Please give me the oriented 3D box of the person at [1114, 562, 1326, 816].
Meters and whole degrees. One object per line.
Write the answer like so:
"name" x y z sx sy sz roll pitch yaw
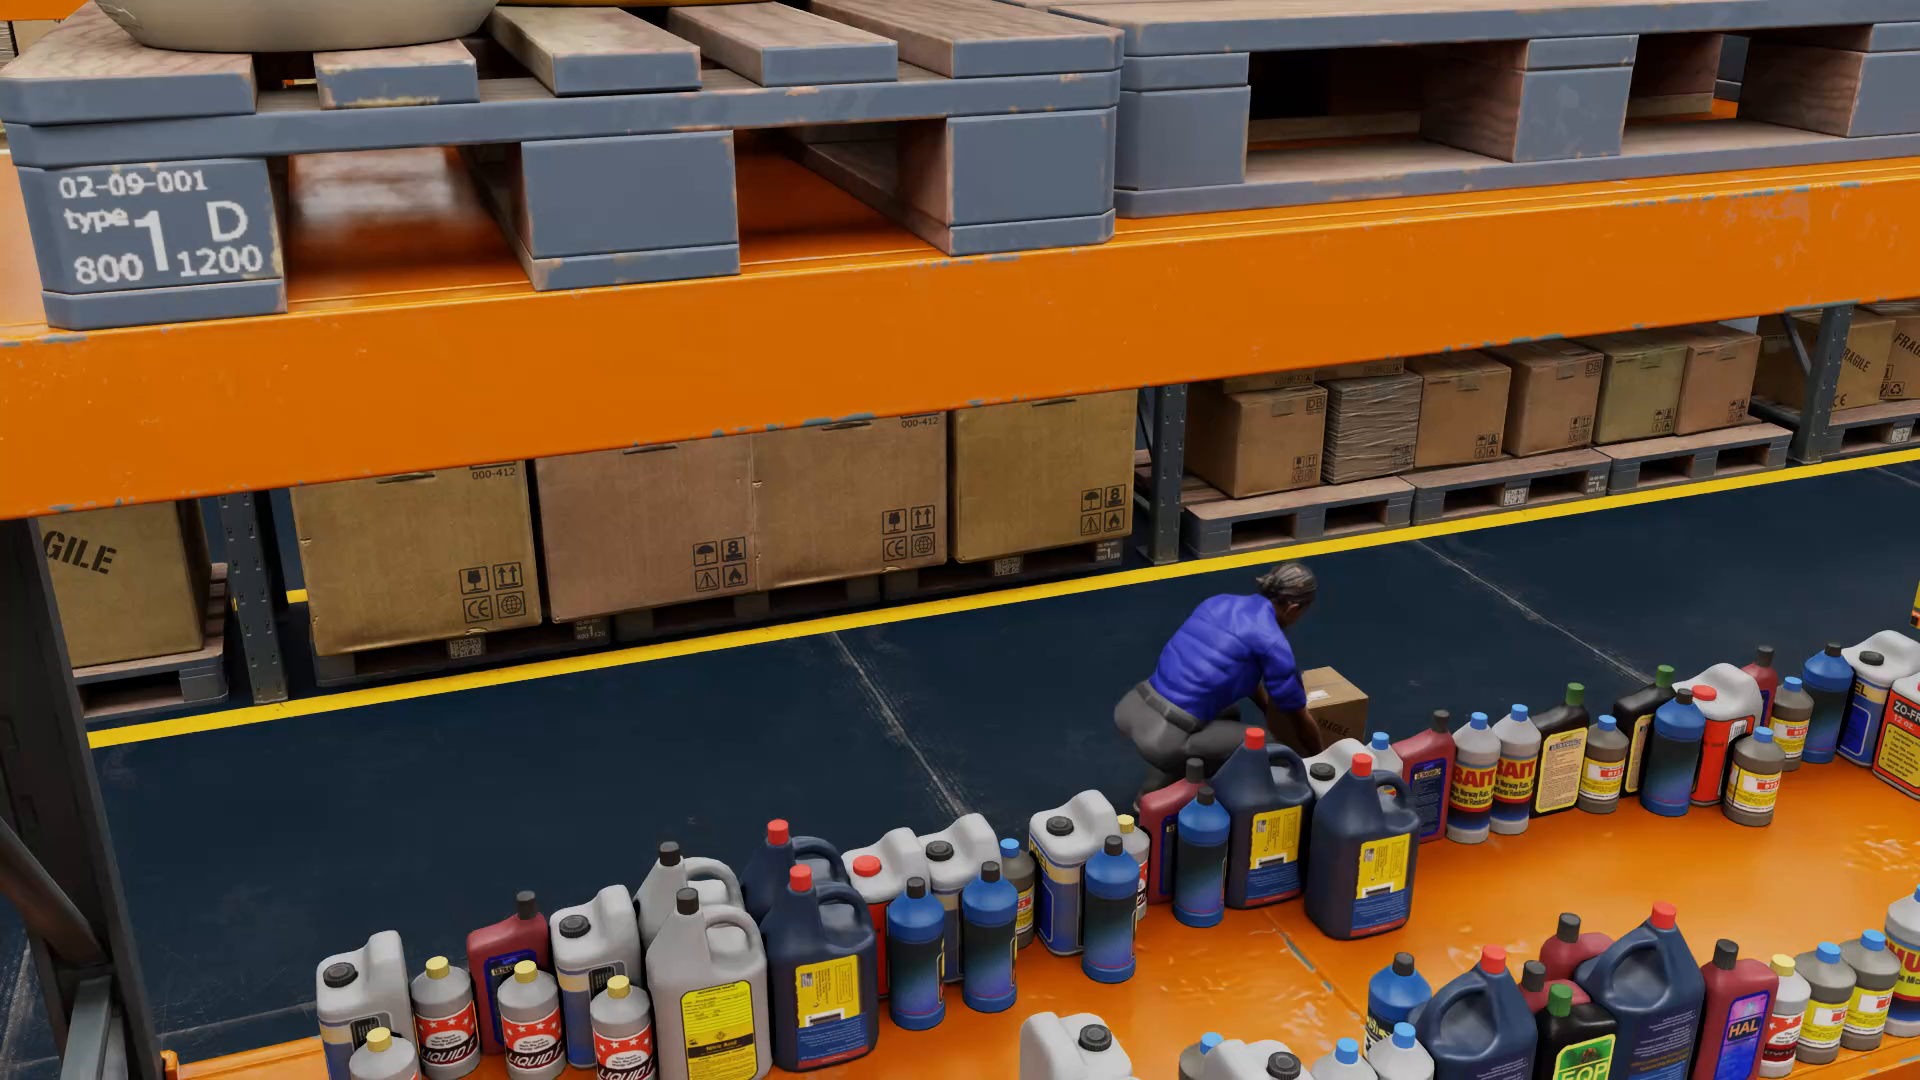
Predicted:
"person" 0.927 0.558 5.734 0.830 0.921 0.496 -8 24 -19
